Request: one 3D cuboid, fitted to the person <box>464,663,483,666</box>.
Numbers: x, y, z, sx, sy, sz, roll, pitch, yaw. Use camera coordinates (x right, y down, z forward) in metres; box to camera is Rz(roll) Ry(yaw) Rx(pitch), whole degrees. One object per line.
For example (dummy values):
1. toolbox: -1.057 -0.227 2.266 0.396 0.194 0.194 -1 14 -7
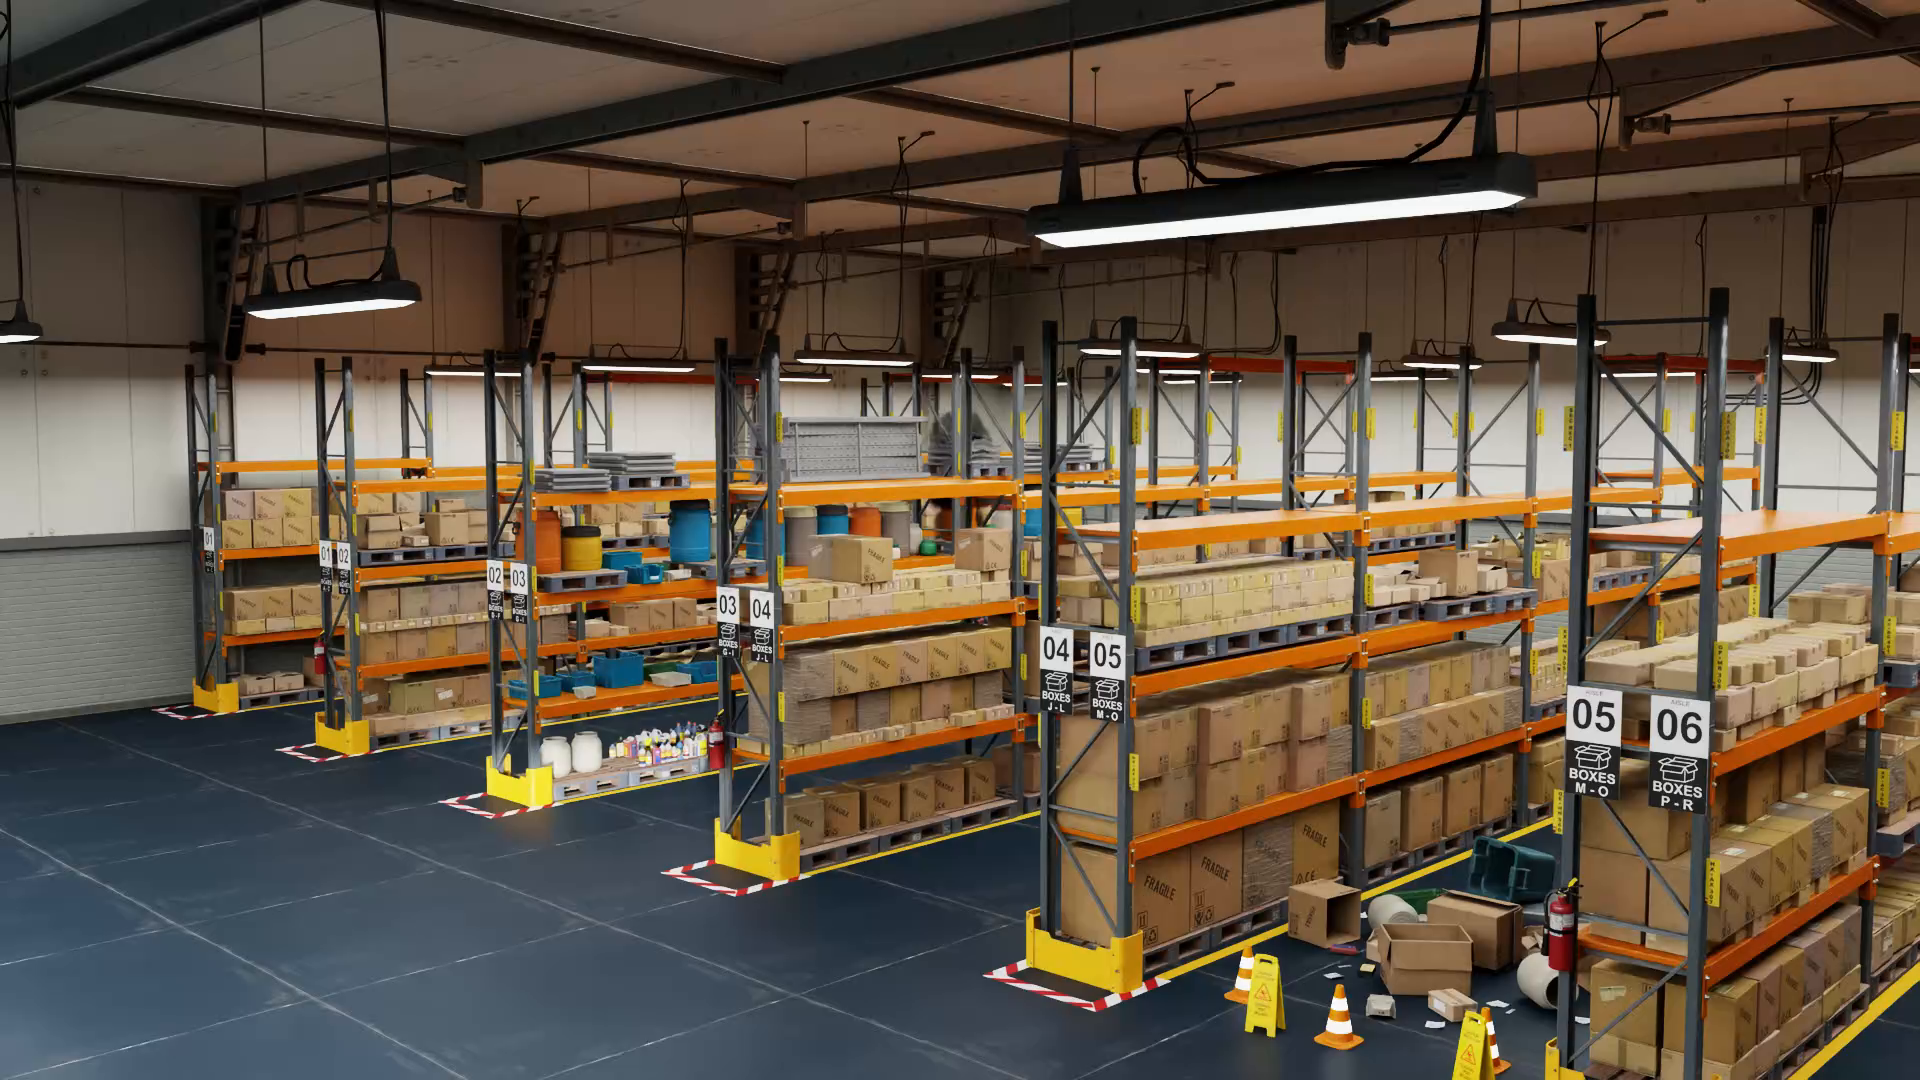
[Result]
1. person: -8.575 2.077 29.472 0.649 1.703 0.795 3 5 31
